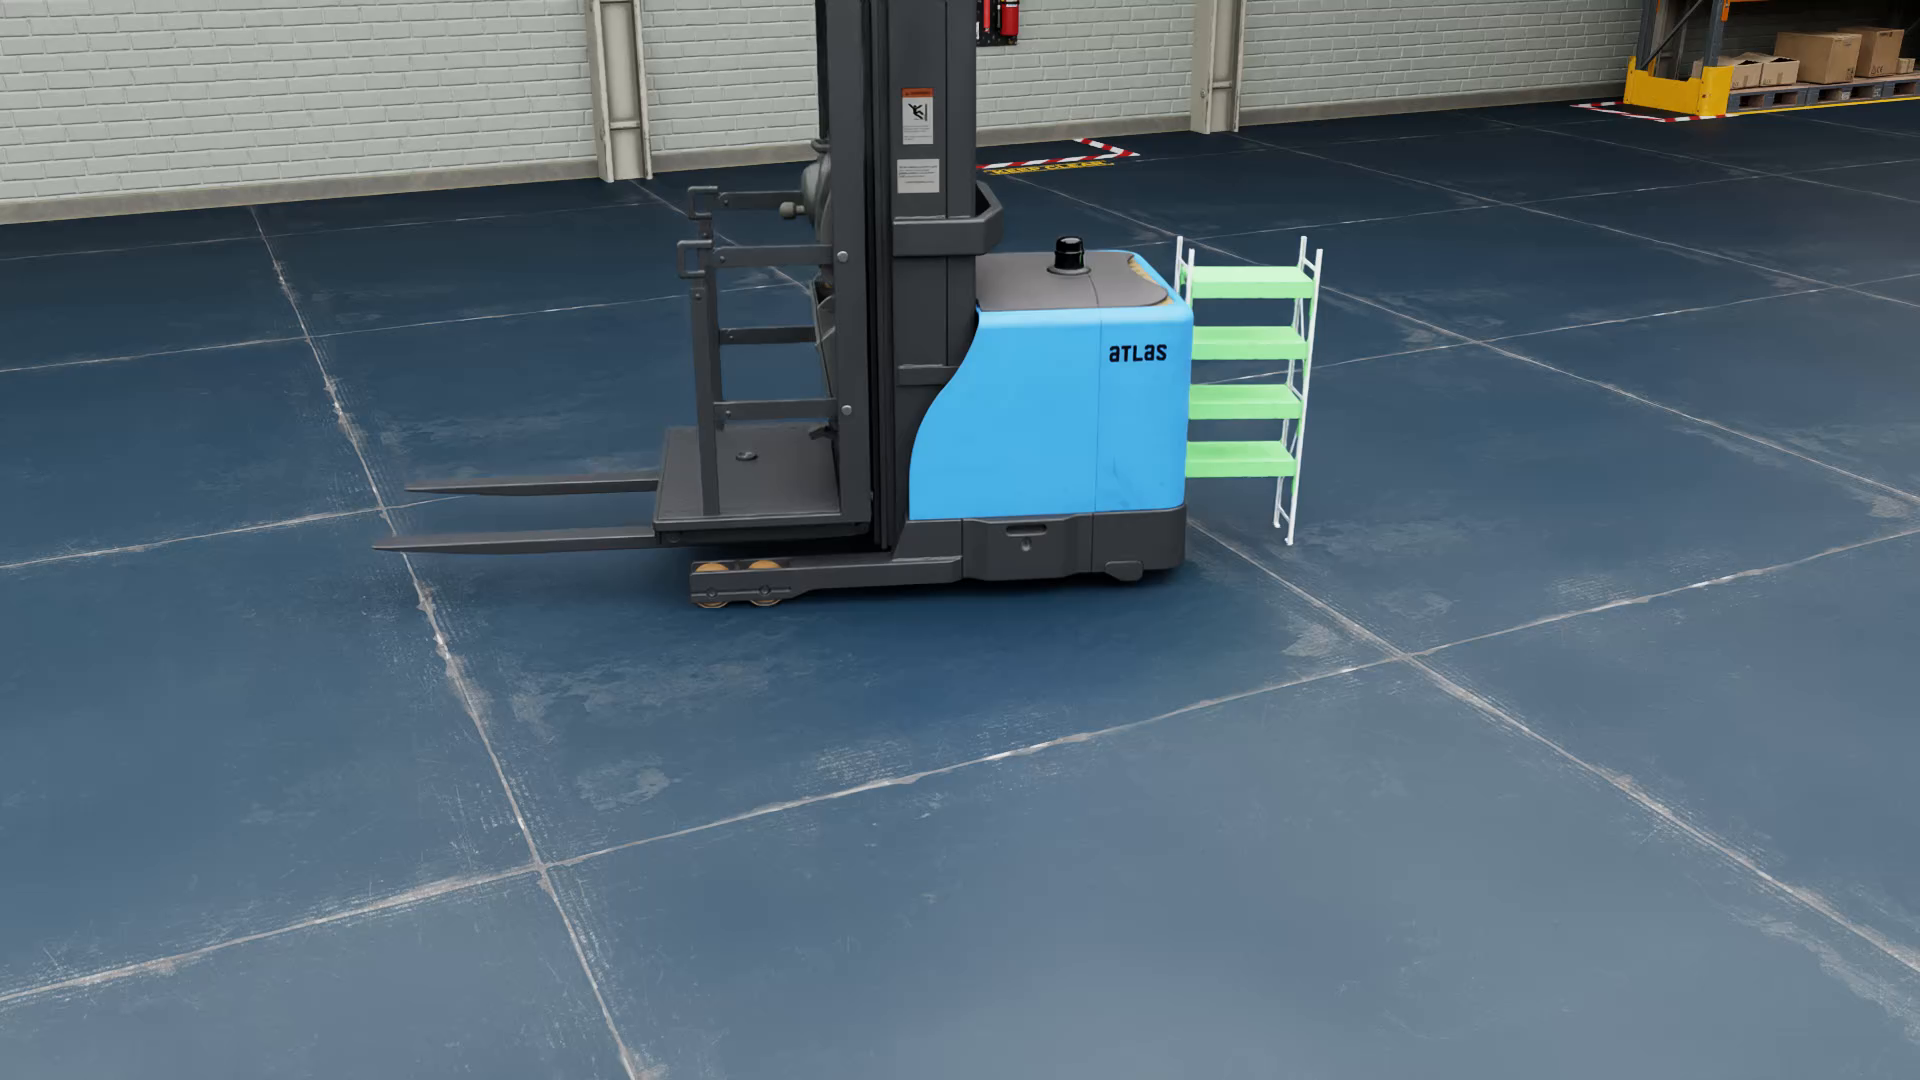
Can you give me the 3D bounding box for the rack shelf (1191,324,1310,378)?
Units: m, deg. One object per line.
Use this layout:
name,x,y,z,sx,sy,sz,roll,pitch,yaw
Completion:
rack shelf,1.093,-0.739,6.494,0.480,0.148,0.258,-1,22,-5

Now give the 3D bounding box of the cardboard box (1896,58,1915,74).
cardboard box,10.826,-5.528,19.312,0.250,0.166,0.380,-14,26,-30

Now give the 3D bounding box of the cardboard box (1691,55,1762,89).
cardboard box,8.354,-5.114,18.124,0.500,0.311,0.500,-14,26,-30

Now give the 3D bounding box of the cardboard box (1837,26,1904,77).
cardboard box,10.377,-5.595,19.039,0.500,0.500,0.500,-12,26,-28

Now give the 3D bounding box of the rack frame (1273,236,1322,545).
rack frame,1.333,-0.580,6.581,0.015,1.200,0.240,-1,22,-5

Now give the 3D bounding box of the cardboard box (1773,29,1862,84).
cardboard box,9.550,-5.401,18.568,0.500,0.500,0.700,-12,25,-27

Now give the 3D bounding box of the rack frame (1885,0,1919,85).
rack frame,11.295,-6.733,19.094,0.127,3.000,1.000,-10,25,-24

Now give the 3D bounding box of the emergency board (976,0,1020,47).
emergency board,0.297,-5.092,15.129,0.643,1.169,0.194,-10,25,-24

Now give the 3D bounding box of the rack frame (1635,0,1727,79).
rack frame,7.691,-6.070,17.491,0.127,3.000,1.000,-10,25,-24

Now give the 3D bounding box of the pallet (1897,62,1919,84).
pallet,11.996,-5.574,19.941,1.213,0.211,1.003,-10,25,-24

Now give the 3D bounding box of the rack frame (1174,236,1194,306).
rack frame,0.846,-0.573,6.542,0.015,1.200,0.240,-1,22,-5

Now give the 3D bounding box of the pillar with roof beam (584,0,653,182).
pillar with roof beam,-0.999,-5.782,8.952,0.400,9.000,9.100,-10,25,-24

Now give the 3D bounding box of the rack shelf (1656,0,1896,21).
rack shelf,9.493,-6.069,18.430,4.000,0.370,1.077,-10,25,-24

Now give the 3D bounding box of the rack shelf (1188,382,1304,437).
rack shelf,1.088,-0.518,6.586,0.480,0.148,0.258,-1,22,-5

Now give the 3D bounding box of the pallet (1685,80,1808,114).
pallet,8.507,-4.916,18.351,1.213,0.211,1.003,-10,25,-24

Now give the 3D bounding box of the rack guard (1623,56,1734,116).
rack guard,7.760,-4.927,18.000,0.348,0.500,1.175,-10,25,-24

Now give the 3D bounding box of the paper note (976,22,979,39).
paper note,0.108,-4.679,15.284,0.142,0.148,0.016,-10,25,-24

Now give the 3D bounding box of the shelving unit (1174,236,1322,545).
shelving unit,1.090,-0.577,6.561,0.503,1.200,0.258,-1,22,-5

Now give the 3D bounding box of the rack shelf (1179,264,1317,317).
rack shelf,1.097,-0.961,6.403,0.480,0.148,0.258,-1,22,-5

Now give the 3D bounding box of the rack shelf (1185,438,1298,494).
rack shelf,1.084,-0.296,6.677,0.480,0.148,0.258,-1,22,-5

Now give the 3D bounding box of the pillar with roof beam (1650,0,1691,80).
pillar with roof beam,9.814,-7.772,13.760,0.400,9.000,9.100,-10,25,-24

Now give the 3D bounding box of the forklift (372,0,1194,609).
forklift,-0.694,-1.314,6.091,3.031,2.935,1.130,-3,23,-6

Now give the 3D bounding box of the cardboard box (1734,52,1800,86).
cardboard box,8.867,-5.209,18.352,0.500,0.311,0.500,-8,24,-19

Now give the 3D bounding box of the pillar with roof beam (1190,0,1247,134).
pillar with roof beam,4.407,-6.777,11.356,0.400,9.000,9.100,-10,25,-24

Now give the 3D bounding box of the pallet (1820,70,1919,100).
pallet,10.705,-5.321,19.329,1.213,0.211,1.003,-10,25,-24

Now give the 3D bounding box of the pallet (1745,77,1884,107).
pallet,9.605,-5.117,18.836,1.213,0.211,1.003,-10,25,-24
